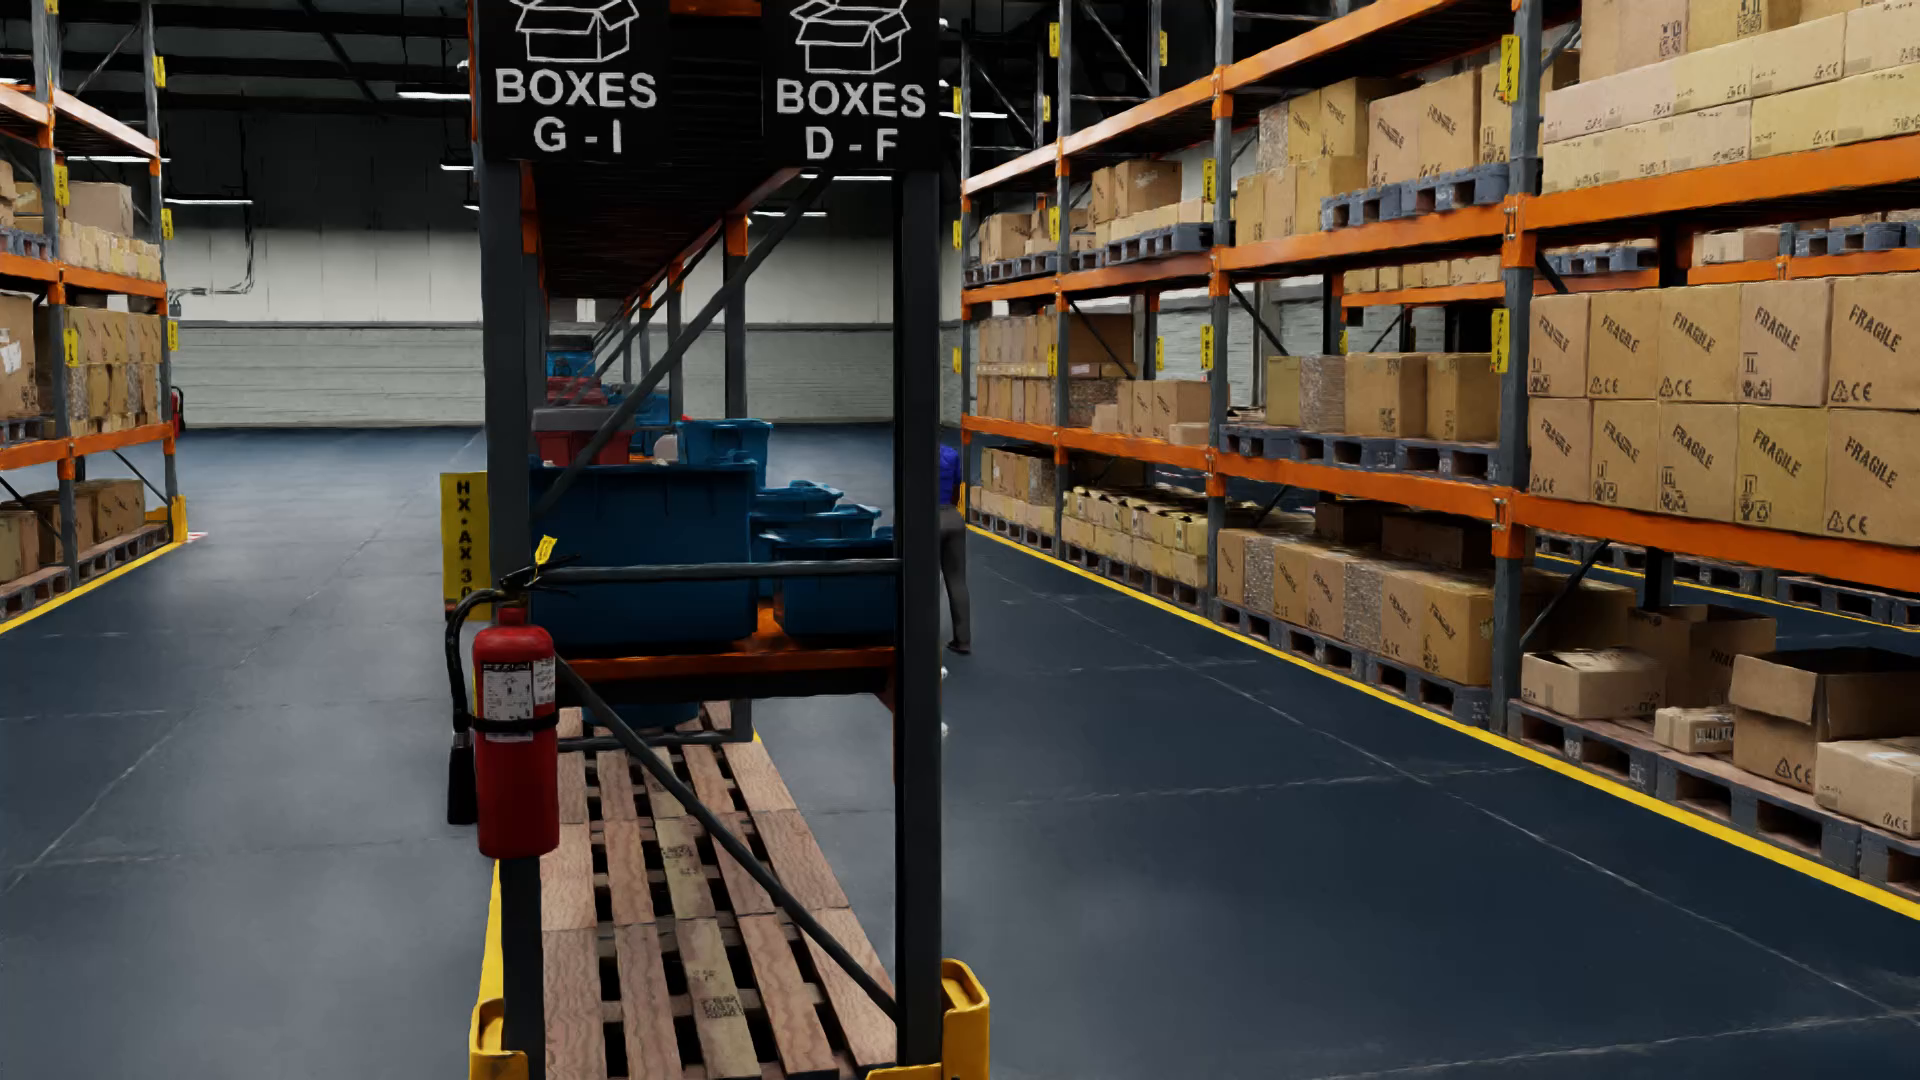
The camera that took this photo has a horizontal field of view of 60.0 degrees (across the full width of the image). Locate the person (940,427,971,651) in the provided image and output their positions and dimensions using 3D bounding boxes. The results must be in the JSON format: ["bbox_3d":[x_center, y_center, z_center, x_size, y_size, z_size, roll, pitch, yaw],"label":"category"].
[{"bbox_3d":[-0.184,-0.062,11.270,0.576,1.637,0.461,-5,8,-40],"label":"person"}]
